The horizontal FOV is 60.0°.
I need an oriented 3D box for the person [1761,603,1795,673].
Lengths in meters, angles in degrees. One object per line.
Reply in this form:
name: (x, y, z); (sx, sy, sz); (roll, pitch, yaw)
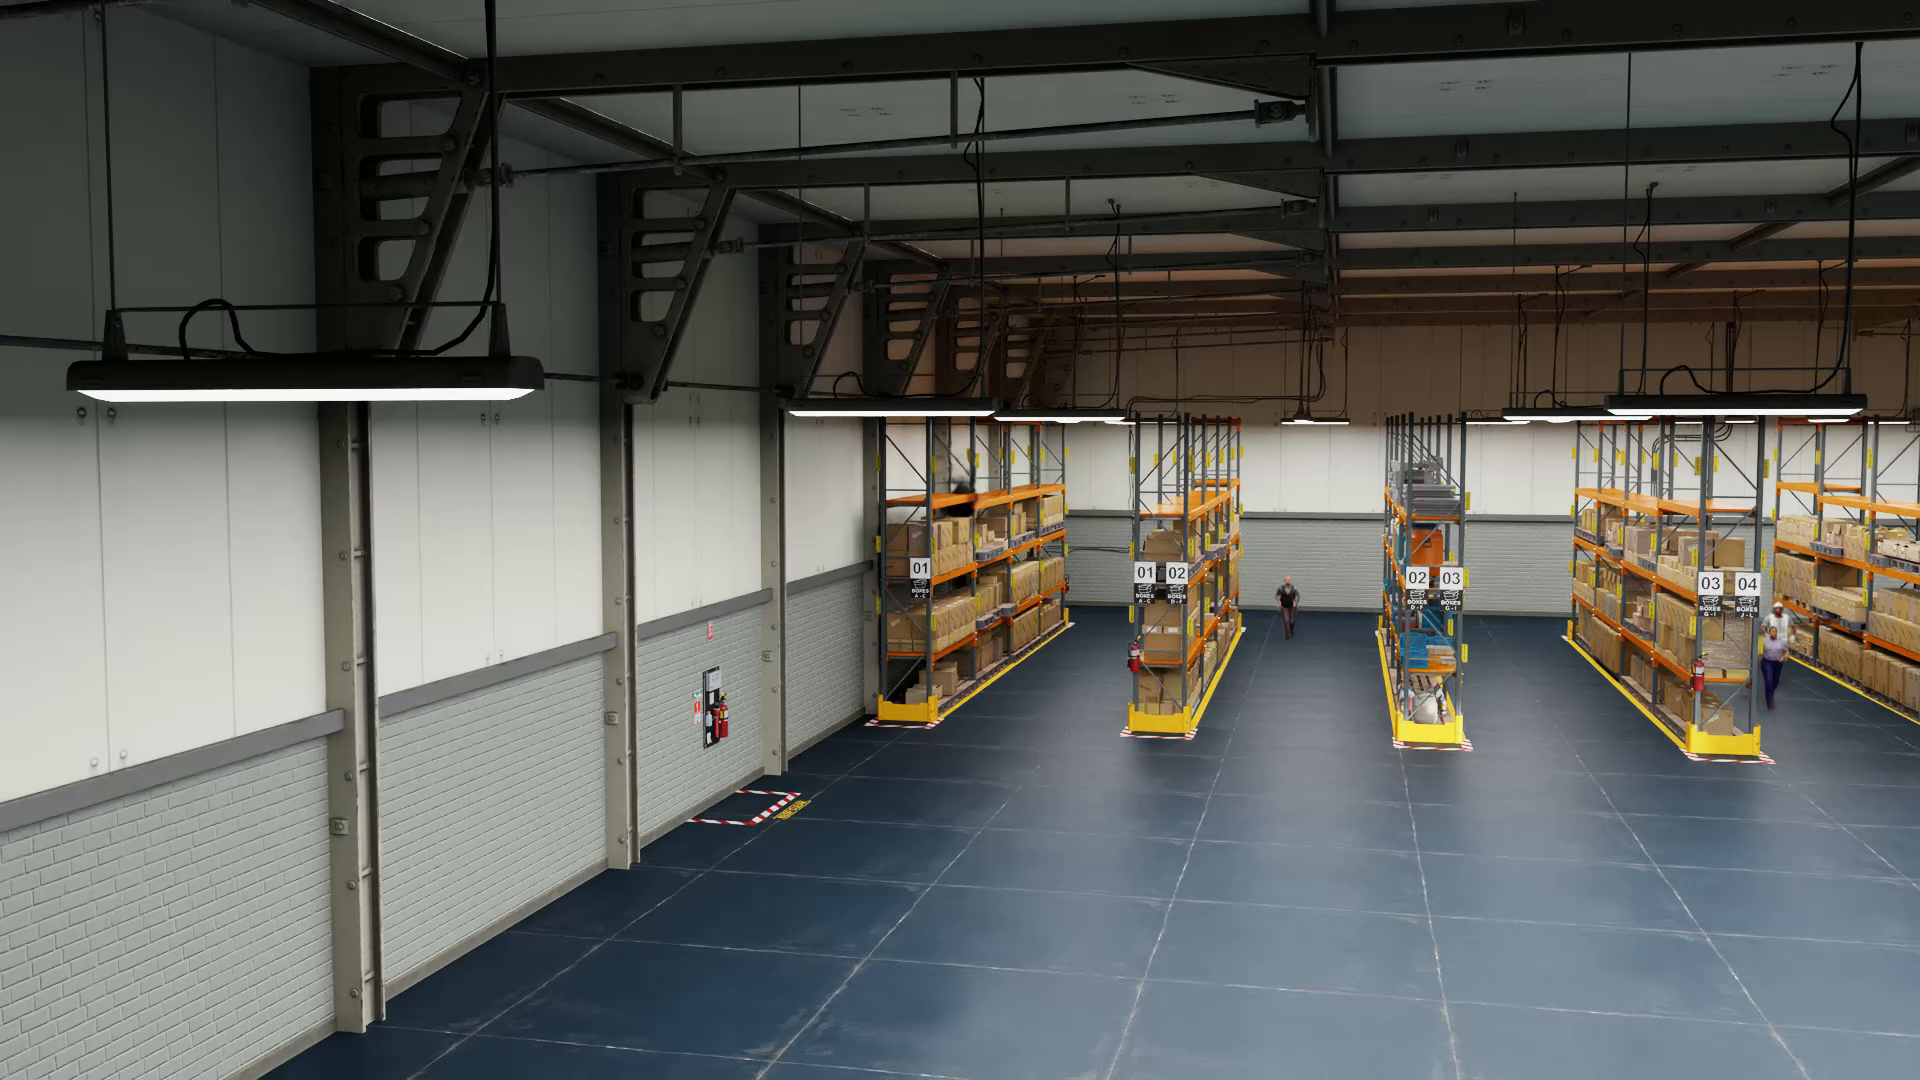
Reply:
person: (18.658, 2.288, 37.920); (0.729, 1.736, 0.628); (1, 4, 16)

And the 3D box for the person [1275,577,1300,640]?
person: (8.869, 1.835, 45.069); (0.676, 1.705, 0.684); (0, 4, 7)

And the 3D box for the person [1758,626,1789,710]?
person: (16.628, 2.597, 34.084); (0.602, 1.670, 0.834); (1, 4, 9)

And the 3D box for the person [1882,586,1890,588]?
person: (23.122, 2.034, 41.578); (0.671, 1.796, 0.725); (0, 4, -4)
